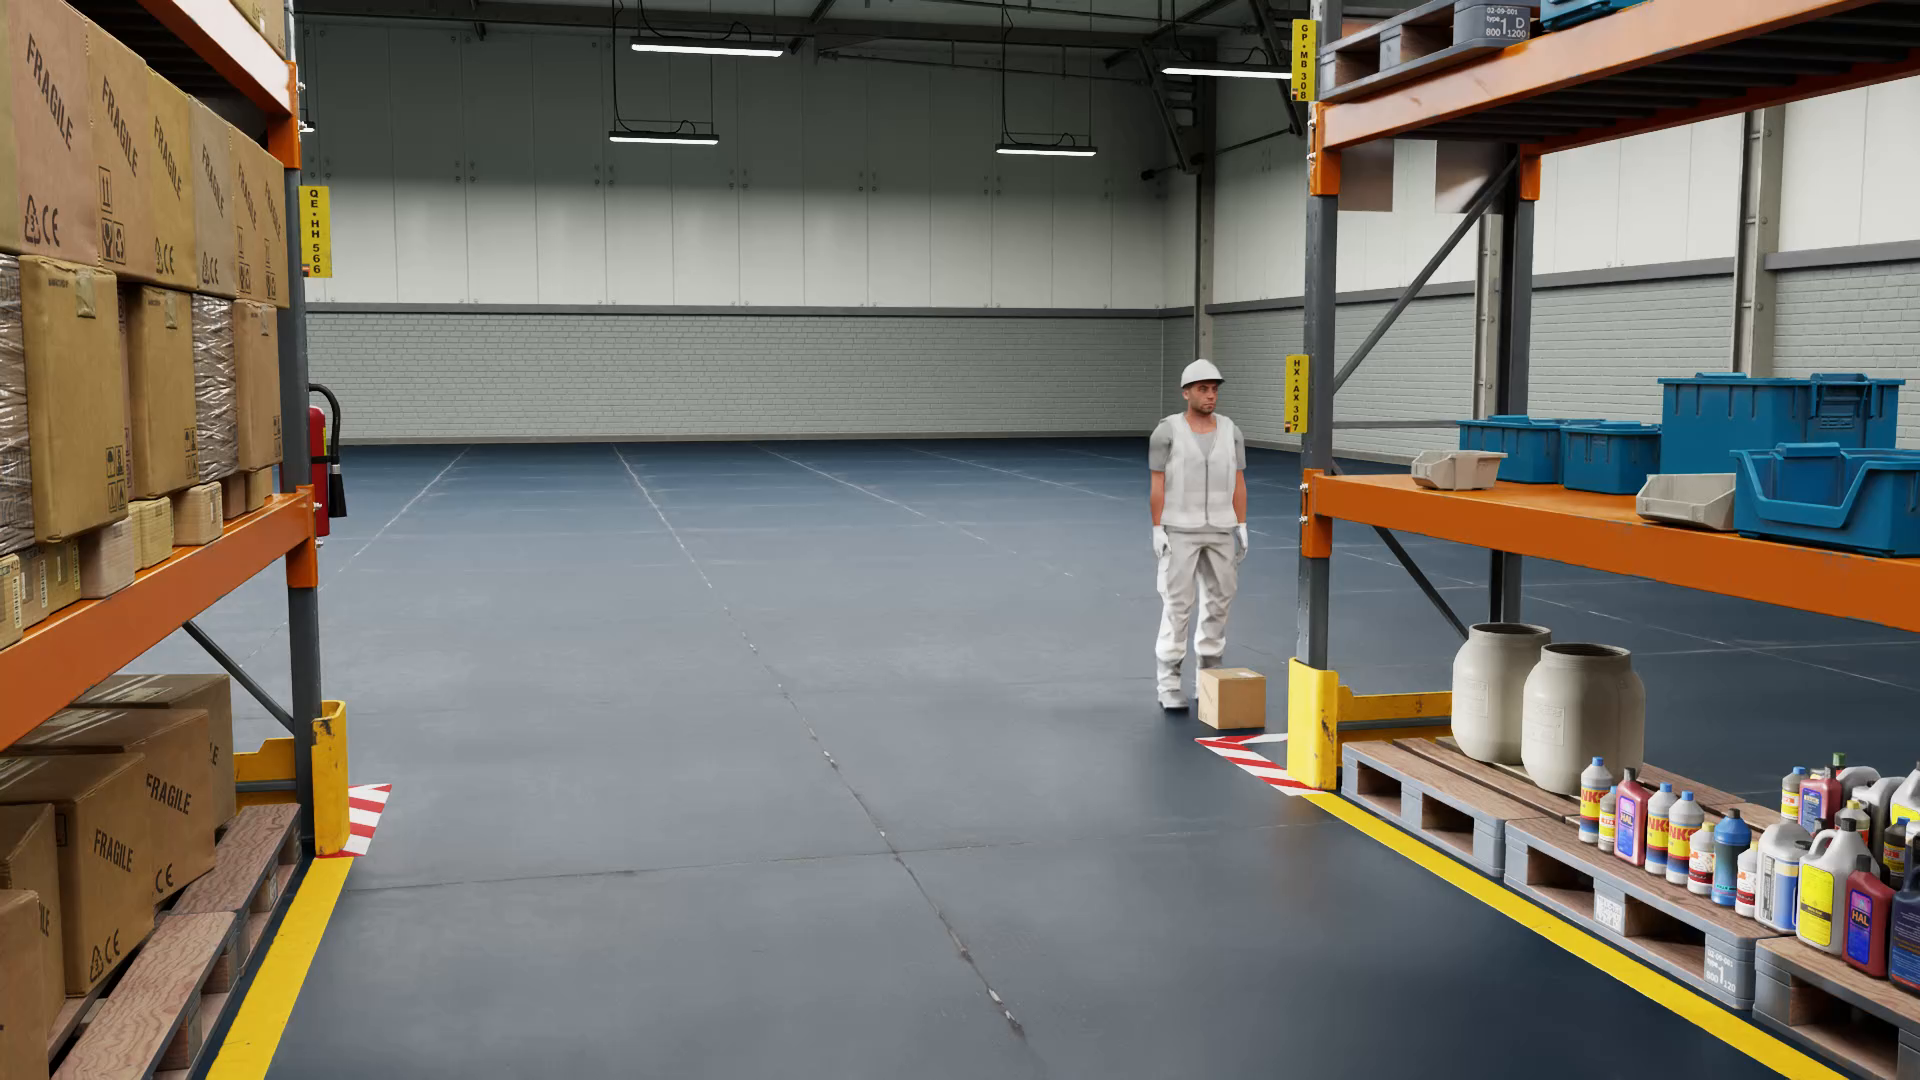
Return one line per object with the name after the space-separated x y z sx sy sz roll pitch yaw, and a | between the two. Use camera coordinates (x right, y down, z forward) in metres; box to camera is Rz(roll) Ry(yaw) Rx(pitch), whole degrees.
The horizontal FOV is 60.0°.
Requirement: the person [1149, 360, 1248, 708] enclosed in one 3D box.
1.239 -0.030 8.566 0.524 1.788 0.371 -1 6 -12 | person
